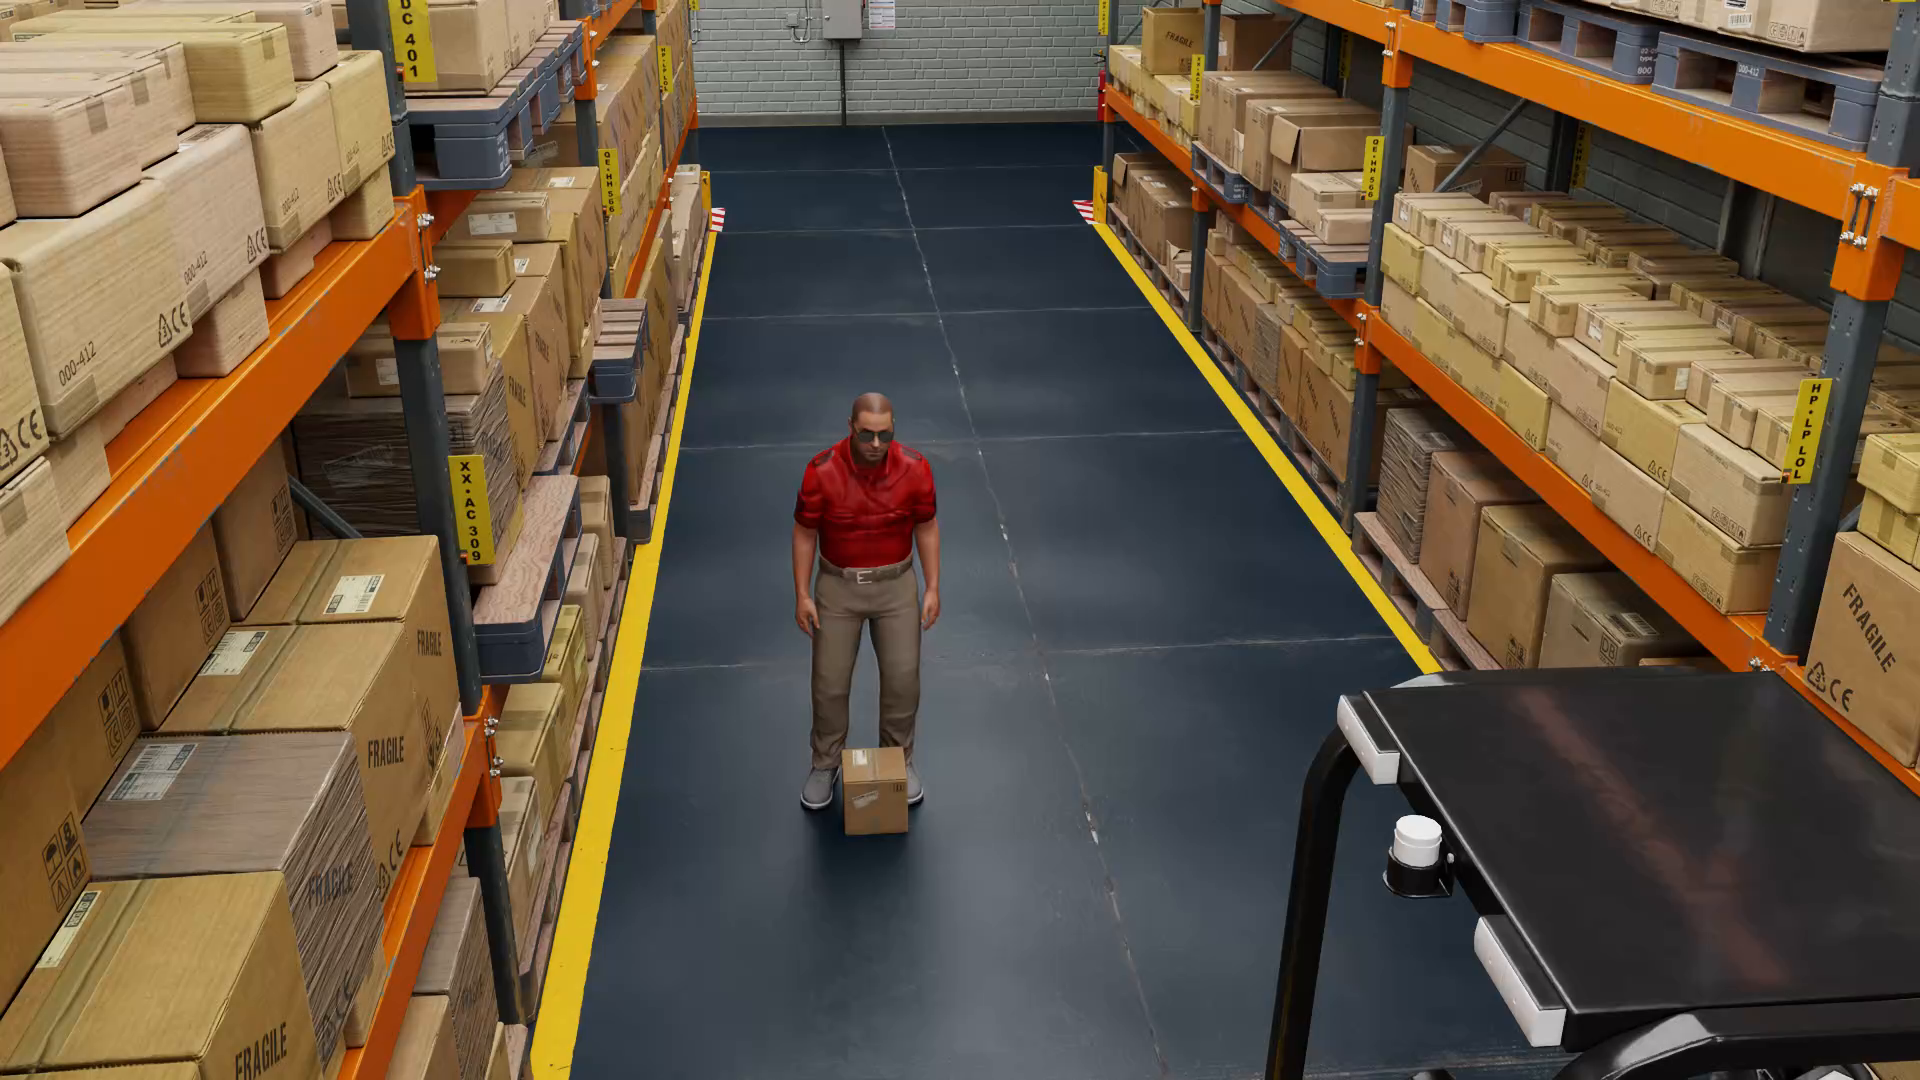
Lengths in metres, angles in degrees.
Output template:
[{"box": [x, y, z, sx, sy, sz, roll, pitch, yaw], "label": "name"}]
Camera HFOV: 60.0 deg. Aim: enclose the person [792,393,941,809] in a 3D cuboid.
[{"box": [-0.369, 0.228, 6.595, 0.602, 1.726, 0.407, -4, 24, -8], "label": "person"}]
